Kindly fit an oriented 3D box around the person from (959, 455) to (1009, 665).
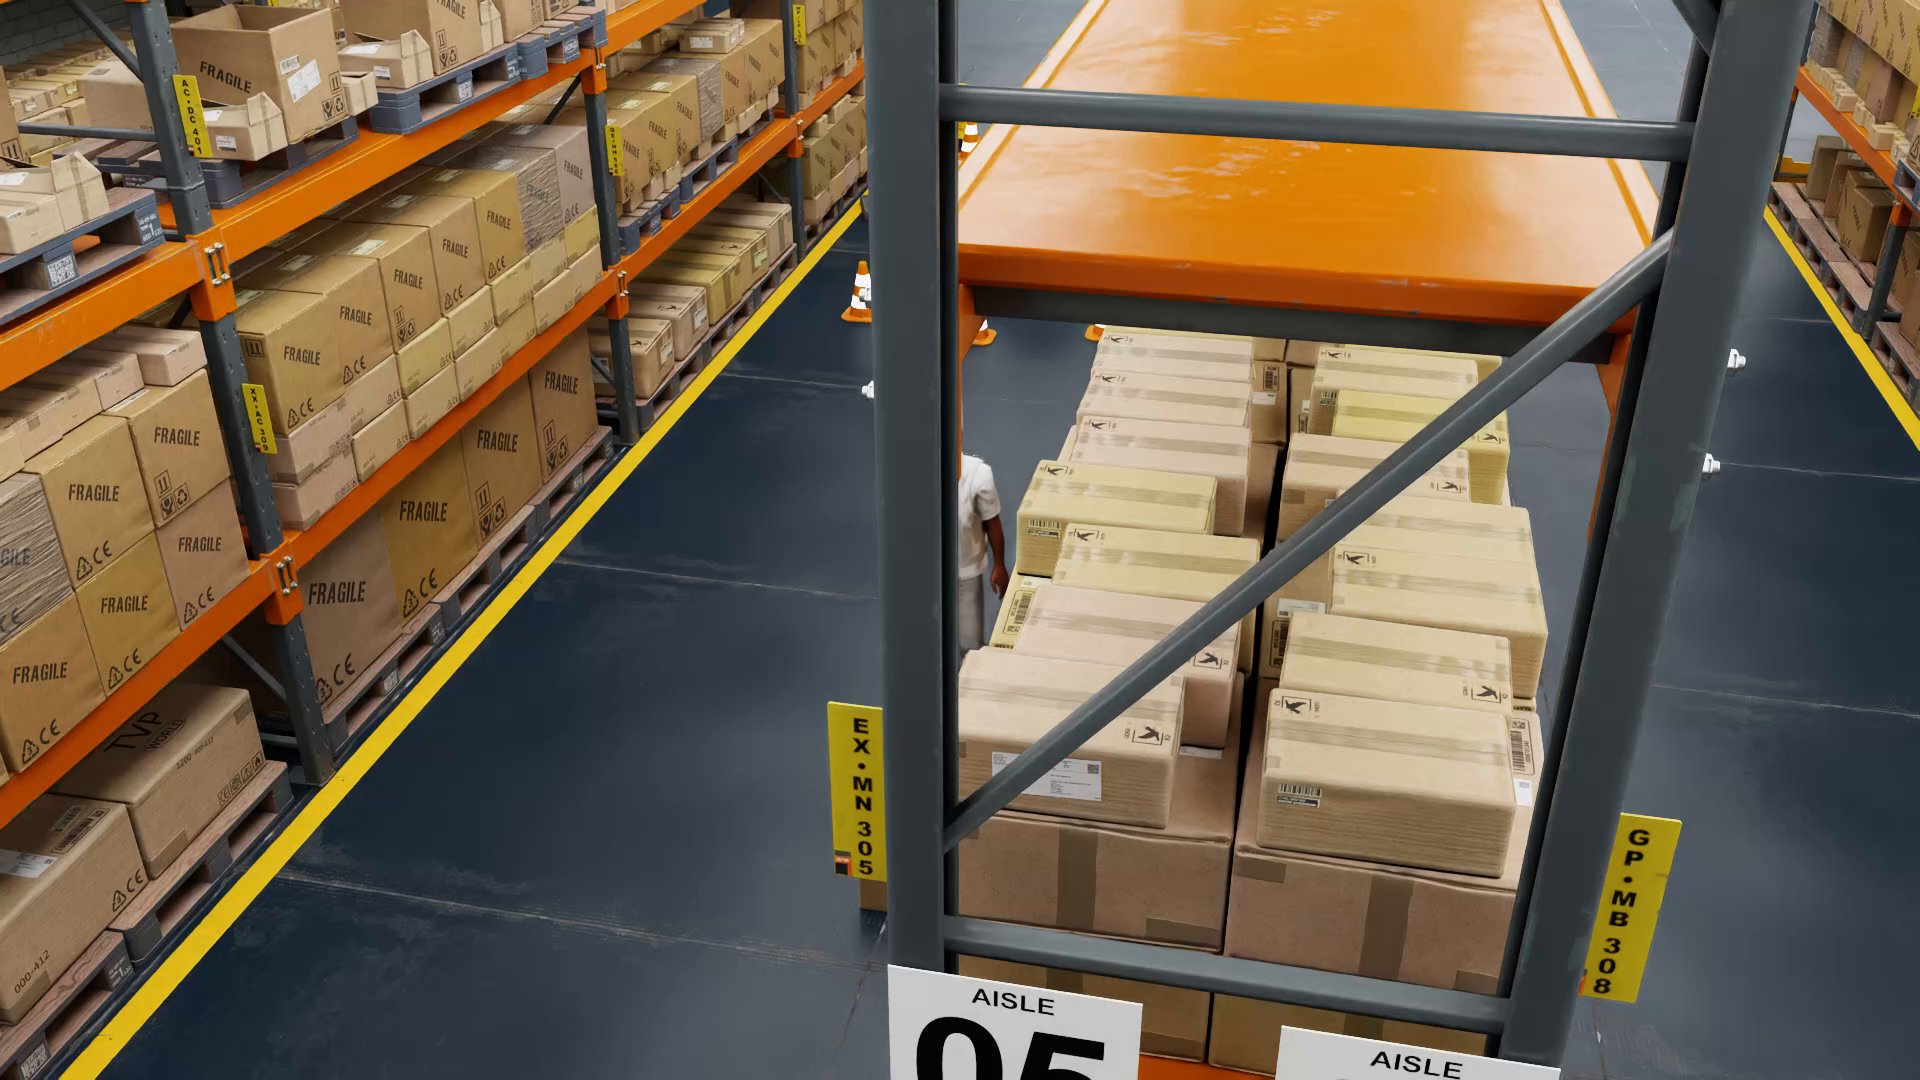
[{"bbox_3d":[-0.069,0.141,8.287,0.615,1.756,0.474,6,29,11],"label":"person"}]
